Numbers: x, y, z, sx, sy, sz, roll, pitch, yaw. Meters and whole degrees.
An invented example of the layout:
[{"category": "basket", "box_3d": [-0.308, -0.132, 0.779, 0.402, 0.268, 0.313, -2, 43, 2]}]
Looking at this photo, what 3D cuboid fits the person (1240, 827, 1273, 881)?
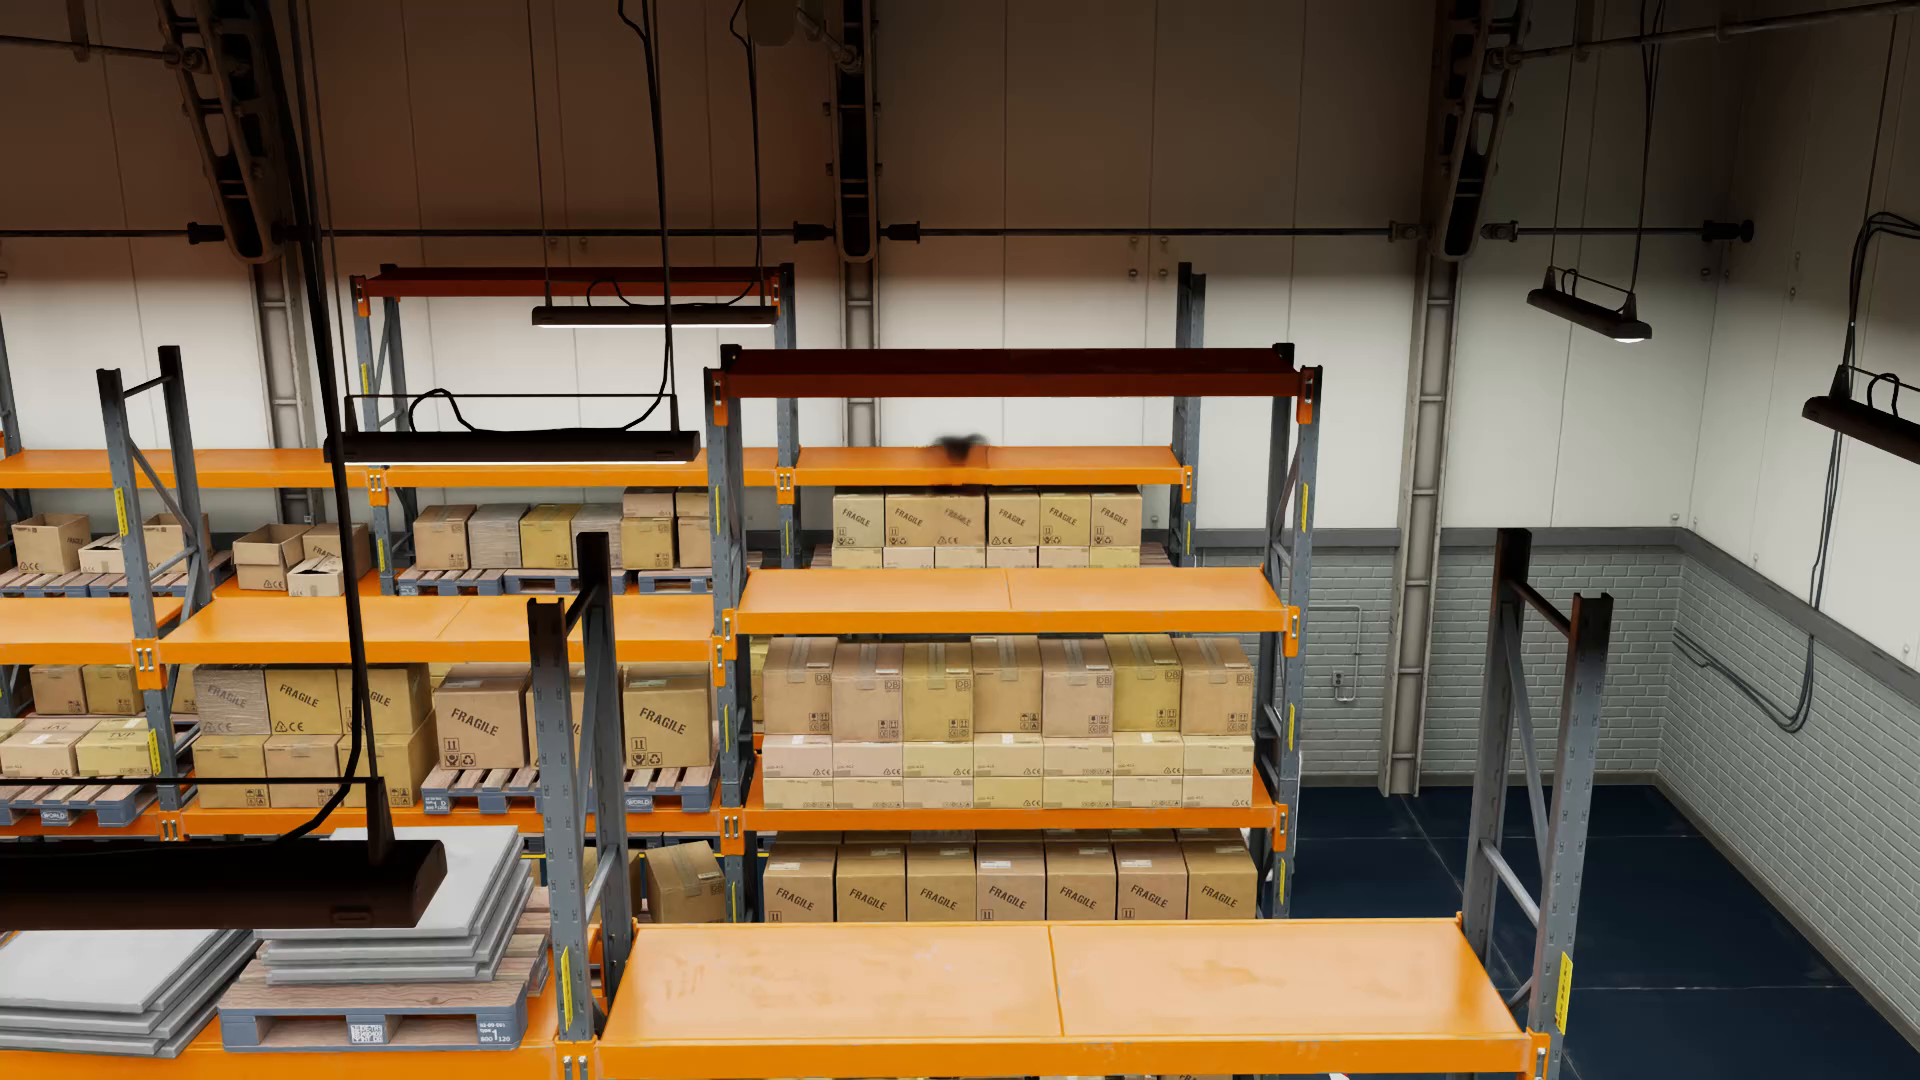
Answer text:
[{"category": "person", "box_3d": [2.840, 2.643, 16.354, 1.143, 1.695, 0.690, -7, 17, -22]}]
